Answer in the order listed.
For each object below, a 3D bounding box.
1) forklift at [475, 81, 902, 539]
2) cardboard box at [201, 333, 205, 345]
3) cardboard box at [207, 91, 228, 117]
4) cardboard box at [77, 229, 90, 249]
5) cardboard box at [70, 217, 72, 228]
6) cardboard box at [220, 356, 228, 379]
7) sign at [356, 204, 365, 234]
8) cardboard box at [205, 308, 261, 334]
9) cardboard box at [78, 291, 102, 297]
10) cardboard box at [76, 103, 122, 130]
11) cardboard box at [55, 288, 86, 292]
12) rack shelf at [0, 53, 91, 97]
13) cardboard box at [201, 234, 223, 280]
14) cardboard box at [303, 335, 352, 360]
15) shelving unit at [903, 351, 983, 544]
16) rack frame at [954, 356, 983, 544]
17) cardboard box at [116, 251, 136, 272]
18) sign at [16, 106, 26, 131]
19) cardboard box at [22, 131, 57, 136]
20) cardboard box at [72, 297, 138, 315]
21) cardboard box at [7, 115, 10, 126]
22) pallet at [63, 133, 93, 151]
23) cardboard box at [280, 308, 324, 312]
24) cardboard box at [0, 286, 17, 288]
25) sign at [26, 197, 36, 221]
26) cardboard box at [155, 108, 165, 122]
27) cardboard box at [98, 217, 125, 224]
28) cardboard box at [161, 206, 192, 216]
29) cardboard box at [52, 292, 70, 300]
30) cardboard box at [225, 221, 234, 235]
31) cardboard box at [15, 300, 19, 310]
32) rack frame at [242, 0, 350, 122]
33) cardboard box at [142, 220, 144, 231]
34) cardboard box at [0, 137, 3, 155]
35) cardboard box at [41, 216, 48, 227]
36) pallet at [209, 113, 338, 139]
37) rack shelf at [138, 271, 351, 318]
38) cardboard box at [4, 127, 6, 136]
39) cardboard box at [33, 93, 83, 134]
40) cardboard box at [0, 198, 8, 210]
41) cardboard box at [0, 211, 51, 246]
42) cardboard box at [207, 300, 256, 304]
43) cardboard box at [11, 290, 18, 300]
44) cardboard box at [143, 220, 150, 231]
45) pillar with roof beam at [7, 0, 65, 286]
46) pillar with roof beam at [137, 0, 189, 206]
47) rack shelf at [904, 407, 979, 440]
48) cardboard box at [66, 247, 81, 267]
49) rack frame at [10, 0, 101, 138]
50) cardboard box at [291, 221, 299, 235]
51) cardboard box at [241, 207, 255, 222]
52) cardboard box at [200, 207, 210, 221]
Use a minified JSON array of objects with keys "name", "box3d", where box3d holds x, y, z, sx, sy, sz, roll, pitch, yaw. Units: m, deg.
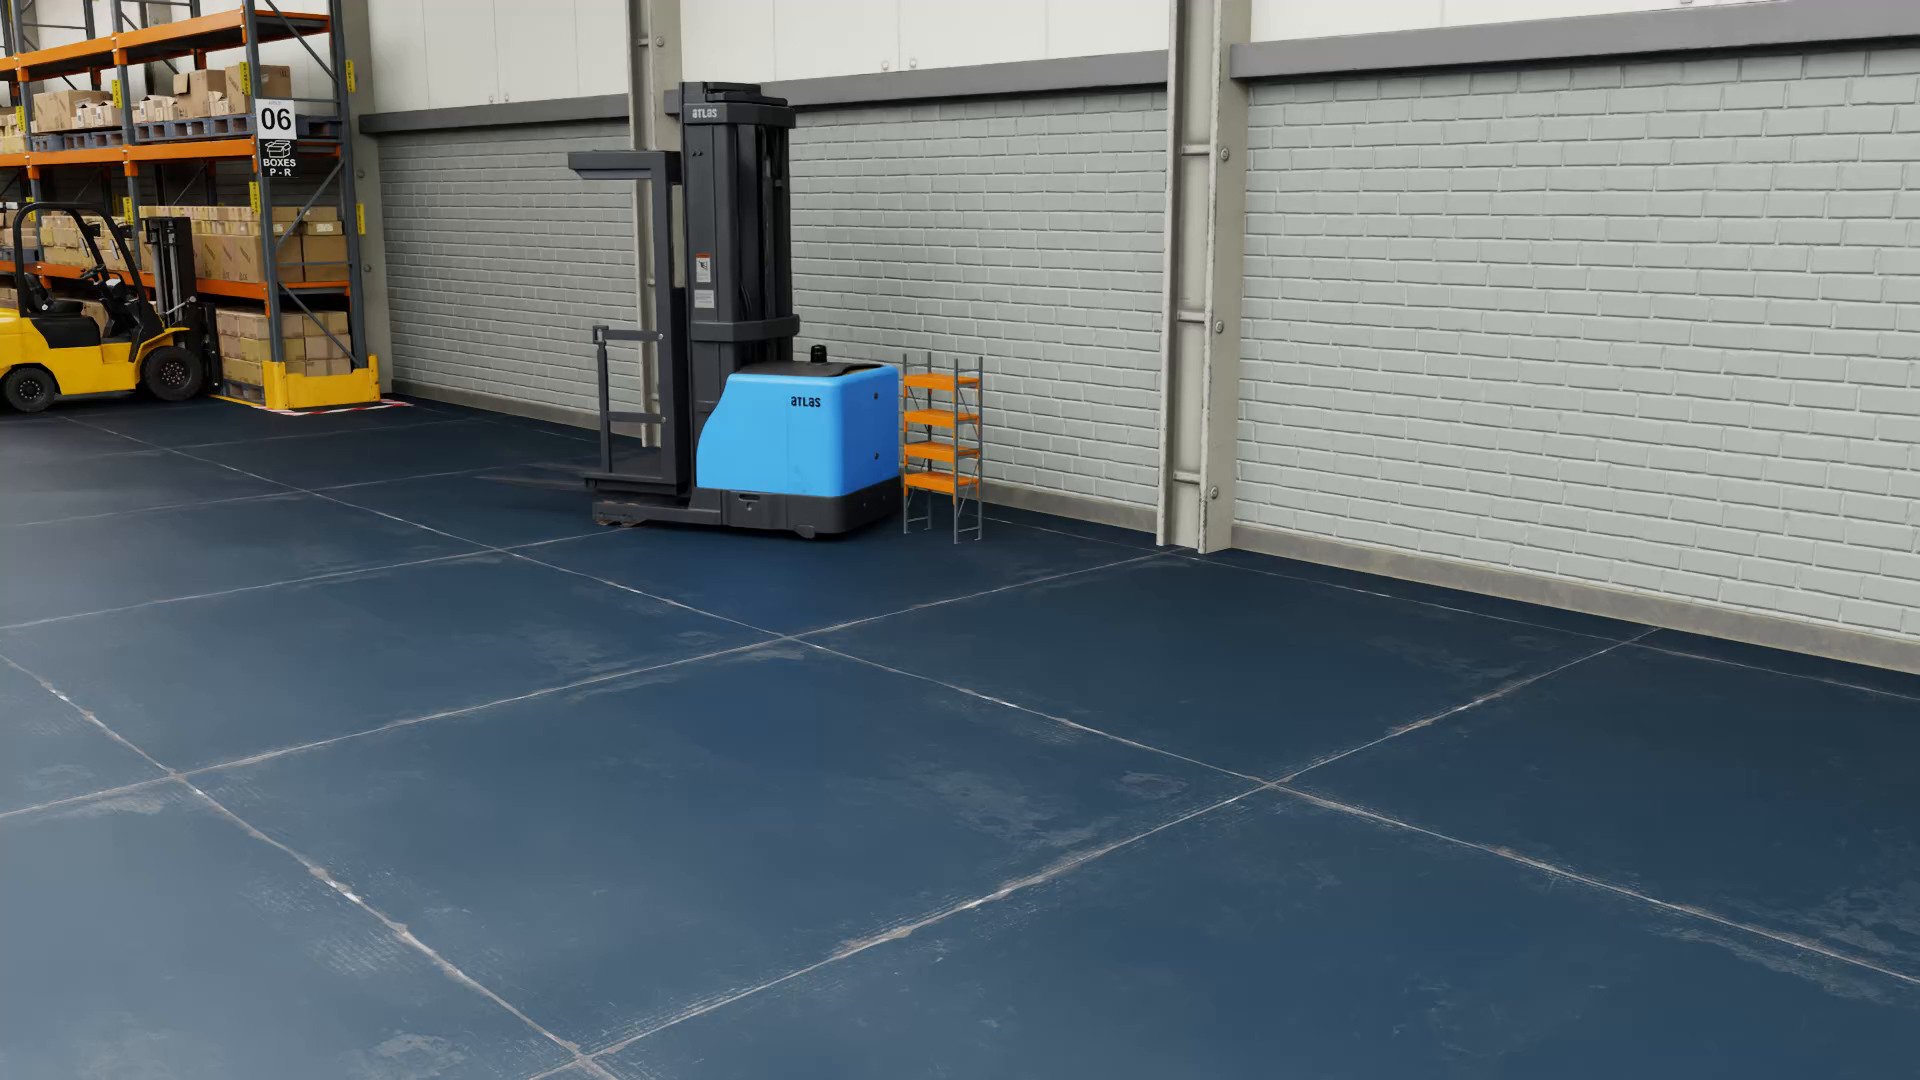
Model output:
[{"name":"forklift","box3d":[-1.975,-1.614,11.483,3.031,2.935,1.130,5,13,22]},{"name":"cardboard box","box3d":[-8.558,-2.309,19.220,0.500,0.250,0.500,-11,16,-43]},{"name":"cardboard box","box3d":[-7.909,-4.731,18.051,0.396,0.266,0.258,-11,16,-42]},{"name":"cardboard box","box3d":[-11.273,-3.974,21.900,0.500,0.250,0.500,-11,16,-42]},{"name":"cardboard box","box3d":[-11.694,-4.262,22.310,0.380,0.149,0.250,-11,16,-42]},{"name":"cardboard box","box3d":[-8.171,-1.989,18.905,0.500,0.250,0.500,-11,16,-42]},{"name":"sign","box3d":[-6.537,-3.496,18.107,0.100,0.325,0.005,-11,16,-43]},{"name":"cardboard box","box3d":[-8.198,-2.476,18.789,0.500,0.250,0.500,-11,16,-42]},{"name":"cardboard box","box3d":[-12.602,-3.543,24.223,0.380,0.149,0.250,-10,15,-40]},{"name":"cardboard box","box3d":[-10.911,-5.405,21.210,0.500,0.311,0.500,11,16,43]},{"name":"cardboard box","box3d":[-13.331,-3.695,24.959,0.380,0.149,0.250,-11,16,-44]},{"name":"rack shelf","box3d":[-13.848,-6.807,24.423,1.077,0.370,4.000,-11,16,-43]},{"name":"cardboard box","box3d":[-8.178,-3.193,18.729,0.500,0.500,0.500,-11,16,-44]},{"name":"cardboard box","box3d":[-7.117,-2.159,18.489,0.500,0.250,0.500,-11,16,-42]},{"name":"shelving unit","box3d":[-0.114,-0.612,10.908,0.258,1.200,0.503,-11,16,-43]},{"name":"rack frame","box3d":[0.054,-0.576,10.735,0.240,1.200,0.015,-11,16,-43]},{"name":"cardboard box","box3d":[-10.242,-3.505,20.860,0.500,0.250,0.500,-10,16,-41]},{"name":"sign","box3d":[-12.861,-5.772,22.778,0.100,0.325,0.005,-11,16,-43]},{"name":"cardboard box","box3d":[-12.886,-5.734,23.259,0.380,0.149,0.250,-10,16,-41]},{"name":"cardboard box","box3d":[-11.589,-2.980,22.787,0.875,0.625,0.625,-10,15,-41]},{"name":"cardboard box","box3d":[-13.389,-5.998,23.805,0.380,0.149,0.250,-11,16,-43]},{"name":"pallet","box3d":[-11.159,-5.252,22.004,1.003,0.211,1.213,-10,15,-40]},{"name":"cardboard box","box3d":[-7.485,-2.475,18.785,0.500,0.250,0.500,-11,16,-42]},{"name":"cardboard box","box3d":[-14.542,-3.815,25.539,0.380,0.149,0.250,-11,16,-44]},{"name":"sign","box3d":[-12.853,-4.576,23.016,0.100,0.325,0.005,-11,16,-43]},{"name":"cardboard box","box3d":[-9.084,-4.922,19.267,0.380,0.149,0.250,-10,15,-41]},{"name":"cardboard box","box3d":[-10.836,-4.072,21.385,0.250,0.149,0.380,11,16,44]},{"name":"cardboard box","box3d":[-9.167,-3.852,19.582,0.380,0.149,0.250,-10,16,-41]},{"name":"cardboard box","box3d":[-12.991,-3.461,23.821,0.250,0.149,0.380,11,16,42]},{"name":"cardboard box","box3d":[-7.880,-3.453,18.381,0.380,0.149,0.250,-11,16,-43]},{"name":"cardboard box","box3d":[-13.616,-3.288,24.593,0.500,0.500,0.500,-10,15,-40]},{"name":"rack frame","box3d":[-6.942,-5.895,17.226,1.000,3.000,0.127,-11,16,-43]},{"name":"cardboard box","box3d":[-10.101,-3.927,20.681,0.380,0.149,0.250,-10,15,-41]},{"name":"cardboard box","box3d":[-13.690,-5.708,24.120,0.500,0.250,0.500,-11,16,-43]},{"name":"cardboard box","box3d":[-12.460,-4.404,22.998,0.380,0.149,0.250,-10,15,-41]},{"name":"pallet","box3d":[-7.412,-4.490,18.056,1.003,0.211,1.213,-11,16,-43]},{"name":"rack shelf","box3d":[-8.323,-2.897,19.321,1.077,0.370,4.000,-11,16,-43]},{"name":"cardboard box","box3d":[-13.553,-5.890,24.016,0.380,0.149,0.250,-11,16,-42]},{"name":"cardboard box","box3d":[-12.143,-5.758,22.455,0.500,0.500,0.500,-11,16,-42]},{"name":"cardboard box","box3d":[-16.065,-5.402,27.476,0.500,0.500,0.500,11,16,44]},{"name":"cardboard box","box3d":[-13.728,-4.593,24.477,0.637,0.503,0.797,11,16,44]},{"name":"cardboard box","box3d":[-8.864,-2.773,20.232,0.500,0.250,0.500,-11,16,-43]},{"name":"cardboard box","box3d":[-13.887,-3.658,24.780,0.250,0.149,0.380,11,16,42]},{"name":"cardboard box","box3d":[-9.675,-3.824,20.186,0.380,0.149,0.250,-11,16,-43]},{"name":"pillar with roof beam","box3d":[-18.172,-7.274,23.917,9.100,9.000,0.400,-11,16,-43]},{"name":"pillar with roof beam","box3d":[-14.028,-6.398,19.667,9.100,9.000,0.400,-11,16,-43]},{"name":"rack shelf","box3d":[-0.114,-0.765,10.876,0.258,0.148,0.480,-11,16,-43]},{"name":"cardboard box","box3d":[-11.633,-3.804,22.314,0.500,0.250,0.500,11,16,43]},{"name":"rack frame","box3d":[-12.467,-7.063,22.893,1.000,3.000,0.127,-11,16,-43]},{"name":"cardboard box","box3d":[-7.205,-3.437,18.303,0.380,0.149,0.250,-11,16,-43]},{"name":"cardboard box","box3d":[-7.535,-3.524,17.991,0.380,0.149,0.250,-11,16,-42]},{"name":"cardboard box","box3d":[-8.296,-3.665,18.673,0.380,0.149,0.250,-10,16,-41]}]
